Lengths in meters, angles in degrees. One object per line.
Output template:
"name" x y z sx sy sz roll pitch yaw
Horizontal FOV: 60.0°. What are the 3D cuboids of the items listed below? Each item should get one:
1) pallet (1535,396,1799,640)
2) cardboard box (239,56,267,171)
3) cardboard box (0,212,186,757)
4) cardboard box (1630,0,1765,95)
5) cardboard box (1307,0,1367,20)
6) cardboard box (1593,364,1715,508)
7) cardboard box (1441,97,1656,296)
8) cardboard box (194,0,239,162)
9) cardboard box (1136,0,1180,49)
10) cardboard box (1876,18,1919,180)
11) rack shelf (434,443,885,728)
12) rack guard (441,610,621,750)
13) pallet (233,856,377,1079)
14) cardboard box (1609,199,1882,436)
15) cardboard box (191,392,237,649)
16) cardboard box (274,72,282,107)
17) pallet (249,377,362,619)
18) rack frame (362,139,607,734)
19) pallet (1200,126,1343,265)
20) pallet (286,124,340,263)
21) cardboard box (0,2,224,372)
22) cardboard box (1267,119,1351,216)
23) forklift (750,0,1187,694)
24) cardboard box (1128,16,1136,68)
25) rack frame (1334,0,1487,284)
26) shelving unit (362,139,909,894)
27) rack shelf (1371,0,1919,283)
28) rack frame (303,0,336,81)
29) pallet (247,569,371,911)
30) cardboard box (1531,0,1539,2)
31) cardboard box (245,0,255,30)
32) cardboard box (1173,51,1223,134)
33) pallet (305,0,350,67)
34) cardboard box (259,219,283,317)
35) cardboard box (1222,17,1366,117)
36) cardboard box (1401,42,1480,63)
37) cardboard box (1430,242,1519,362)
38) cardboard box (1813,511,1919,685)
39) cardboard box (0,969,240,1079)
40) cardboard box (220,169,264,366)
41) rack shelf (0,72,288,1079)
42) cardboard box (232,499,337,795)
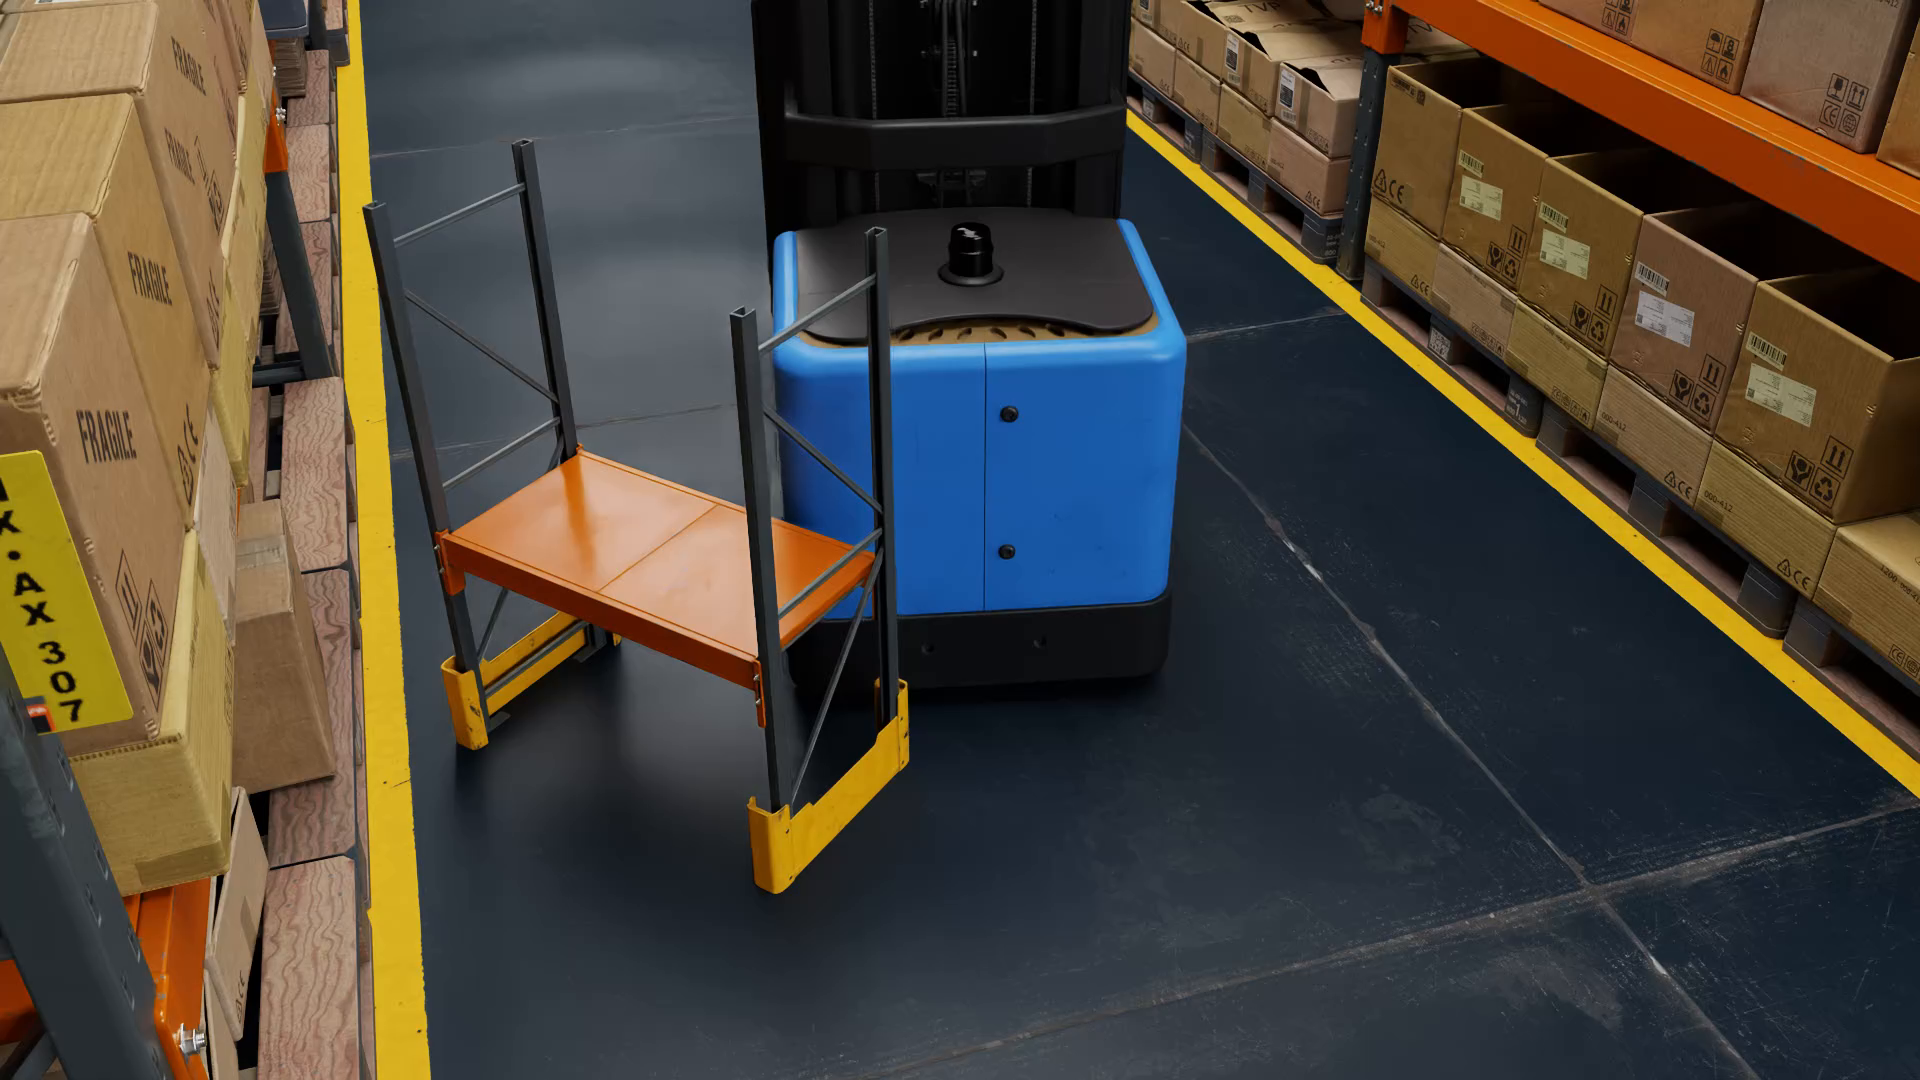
"pallet" 2.638 -0.194 5.351 1.003 0.211 1.213 -10 35 -15
"cardboard box" -2.080 -1.073 4.271 0.500 0.250 0.500 -10 35 -15
"cardboard box" -1.296 -0.048 2.039 0.500 0.500 0.500 -10 35 -15
"cardboard box" 2.517 -1.693 5.001 0.700 0.500 0.500 -10 35 -14
"cardboard box" 1.864 -2.479 7.886 0.500 0.311 0.500 -11 35 -16
"cardboard box" 2.366 -0.368 5.200 0.500 0.250 0.500 -10 35 -15
"cardboard box" 2.063 -1.207 5.788 0.500 0.500 0.500 -10 35 -15
"cardboard box" -1.917 -1.123 3.667 0.500 0.500 0.500 -11 35 -16
"cardboard box" 1.199 -2.649 8.142 0.500 0.311 0.500 -10 35 -15
"cardboard box" 2.839 -1.149 4.177 0.700 0.500 0.500 -10 35 -14
"rack shelf" -0.730 0.082 4.091 1.000 0.185 0.538 19 38 26
"rack guard" -1.162 0.307 4.559 0.087 0.250 0.587 19 38 26
"pallet" -1.674 1.203 3.238 1.003 0.211 1.213 -10 35 -15
"cardboard box" 2.363 -0.681 4.992 0.500 0.500 0.500 -10 35 -15
"cardboard box" -1.455 -0.014 2.668 0.500 0.250 0.500 -11 35 -16
"cardboard box" -3.561 -2.170 7.681 0.700 0.500 0.500 -10 35 -15
"pallet" -2.418 -0.078 5.177 1.003 0.211 1.213 -10 35 -15
"rack frame" -1.163 -0.215 4.215 0.032 1.500 0.500 19 38 26
"pallet" 1.798 -1.640 7.540 1.003 0.211 1.213 -10 35 -15
"pallet" -3.271 -1.475 7.291 1.003 0.211 1.213 -10 35 -15
"cardboard box" -1.589 -0.581 2.847 0.500 0.500 0.500 -11 35 -16
"cardboard box" 1.657 -1.620 7.094 0.500 0.250 0.500 -10 35 -15
"forklift" -0.076 -1.599 5.012 1.130 2.935 3.031 -3 34 -4
"cardboard box" 1.038 -2.691 8.715 0.500 0.250 0.500 -11 35 -16
"rack frame" 2.060 -2.423 6.196 1.000 3.000 0.127 -10 35 -15
"shelving unit" -0.738 -0.070 3.996 1.083 1.500 0.587 19 38 26
"rack shelf" 2.670 -1.073 4.805 1.077 0.370 4.000 -10 35 -15
"rack frame" -3.877 -3.688 8.111 1.000 3.000 0.127 -10 35 -15
"pallet" -2.042 0.564 4.206 1.003 0.211 1.213 -10 35 -15
"cardboard box" 2.201 -2.233 5.818 0.700 0.500 0.500 -11 35 -16
"cardboard box" -2.218 -1.651 4.465 0.500 0.500 0.500 -10 35 -15
"cardboard box" 1.348 -2.155 7.903 0.500 0.250 0.500 -9 35 -14
"pallet" -4.046 -2.952 9.525 1.003 0.211 1.213 -10 35 -15
"cardboard box" -2.897 -1.112 6.081 0.700 0.500 0.500 -9 34 -13
"cardboard box" 1.498 -2.122 7.345 0.500 0.311 0.500 -9 35 -13
"cardboard box" 2.171 -1.944 7.076 0.500 0.311 0.500 -10 35 -15
"cardboard box" 2.060 -0.893 5.994 0.500 0.250 0.500 -10 35 -15
"cardboard box" 2.671 0.157 4.405 0.500 0.250 0.500 -10 35 -15
"cardboard box" -1.562 1.072 2.947 0.500 0.311 0.500 -14 36 -20
"cardboard box" -1.757 -0.548 3.476 0.500 0.250 0.500 -10 35 -14
"rack shelf" -2.047 -0.238 3.542 1.077 0.370 4.000 -10 35 -15
"cardboard box" -1.912 0.300 3.943 0.700 0.500 0.500 -12 35 -18
